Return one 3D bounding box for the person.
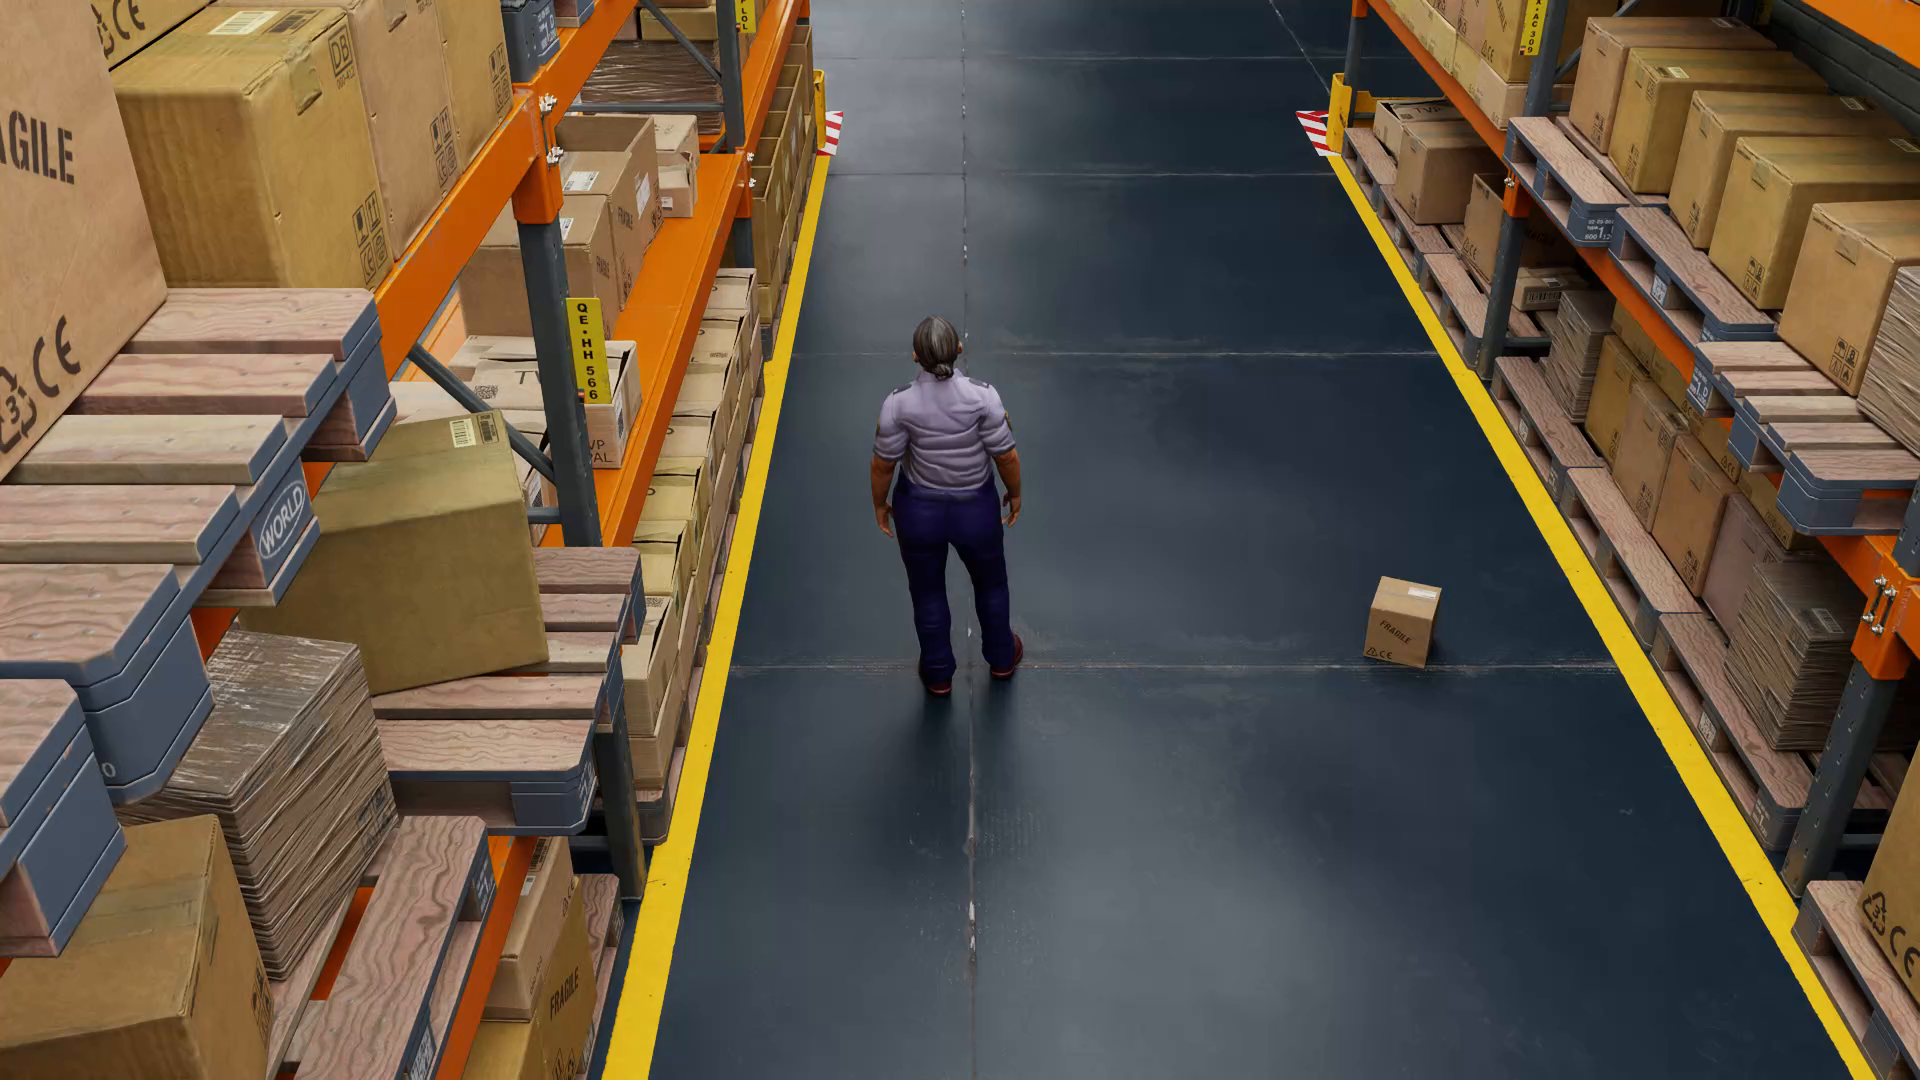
[{"bbox_3d":[0.003,0.114,6.535,0.525,1.031,0.500,0,32,-1],"label":"person"}]
